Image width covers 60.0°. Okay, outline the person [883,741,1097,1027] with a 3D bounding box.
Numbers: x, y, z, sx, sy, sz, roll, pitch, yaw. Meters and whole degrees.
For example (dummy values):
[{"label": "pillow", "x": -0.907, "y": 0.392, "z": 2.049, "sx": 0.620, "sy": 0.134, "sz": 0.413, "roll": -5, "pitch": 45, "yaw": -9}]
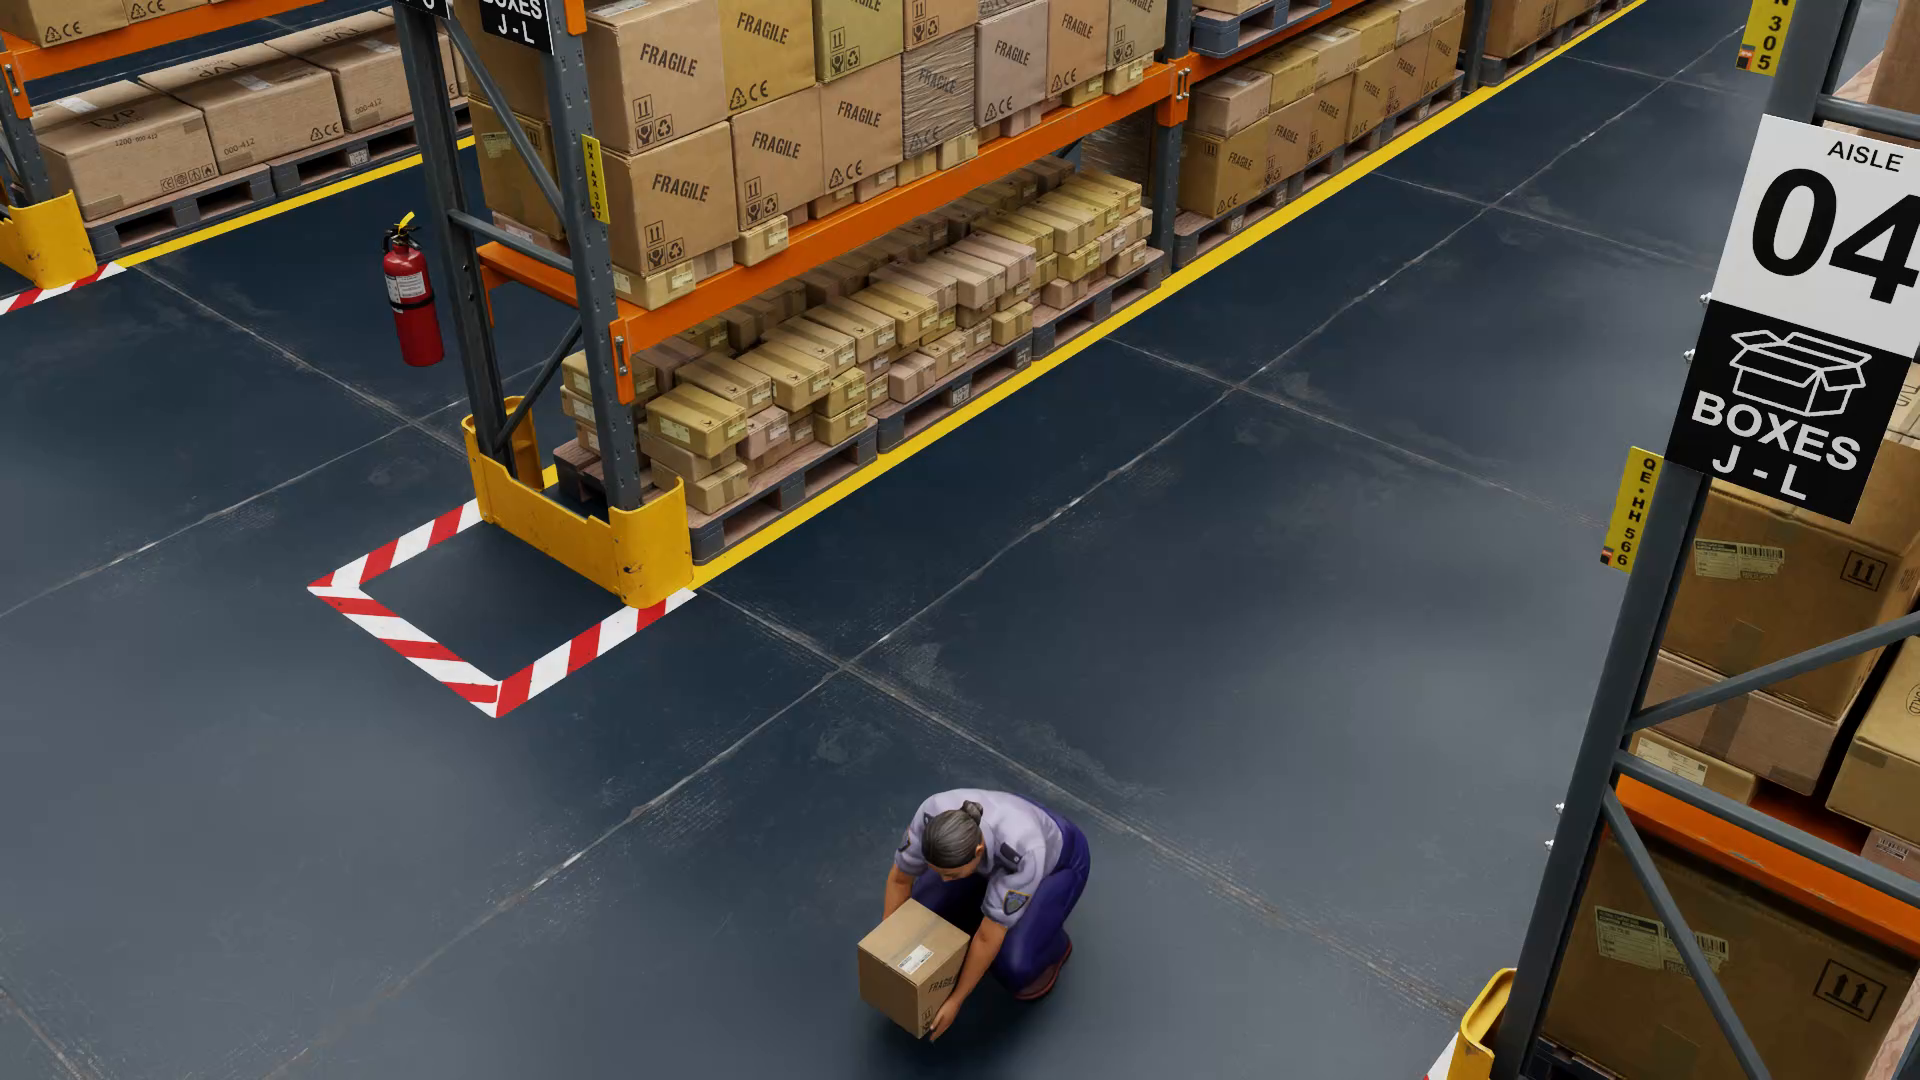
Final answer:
[{"label": "person", "x": 0.081, "y": 1.067, "z": 5.266, "sx": 0.520, "sy": 0.941, "sz": 0.869, "roll": 24, "pitch": 42, "yaw": 30}]
